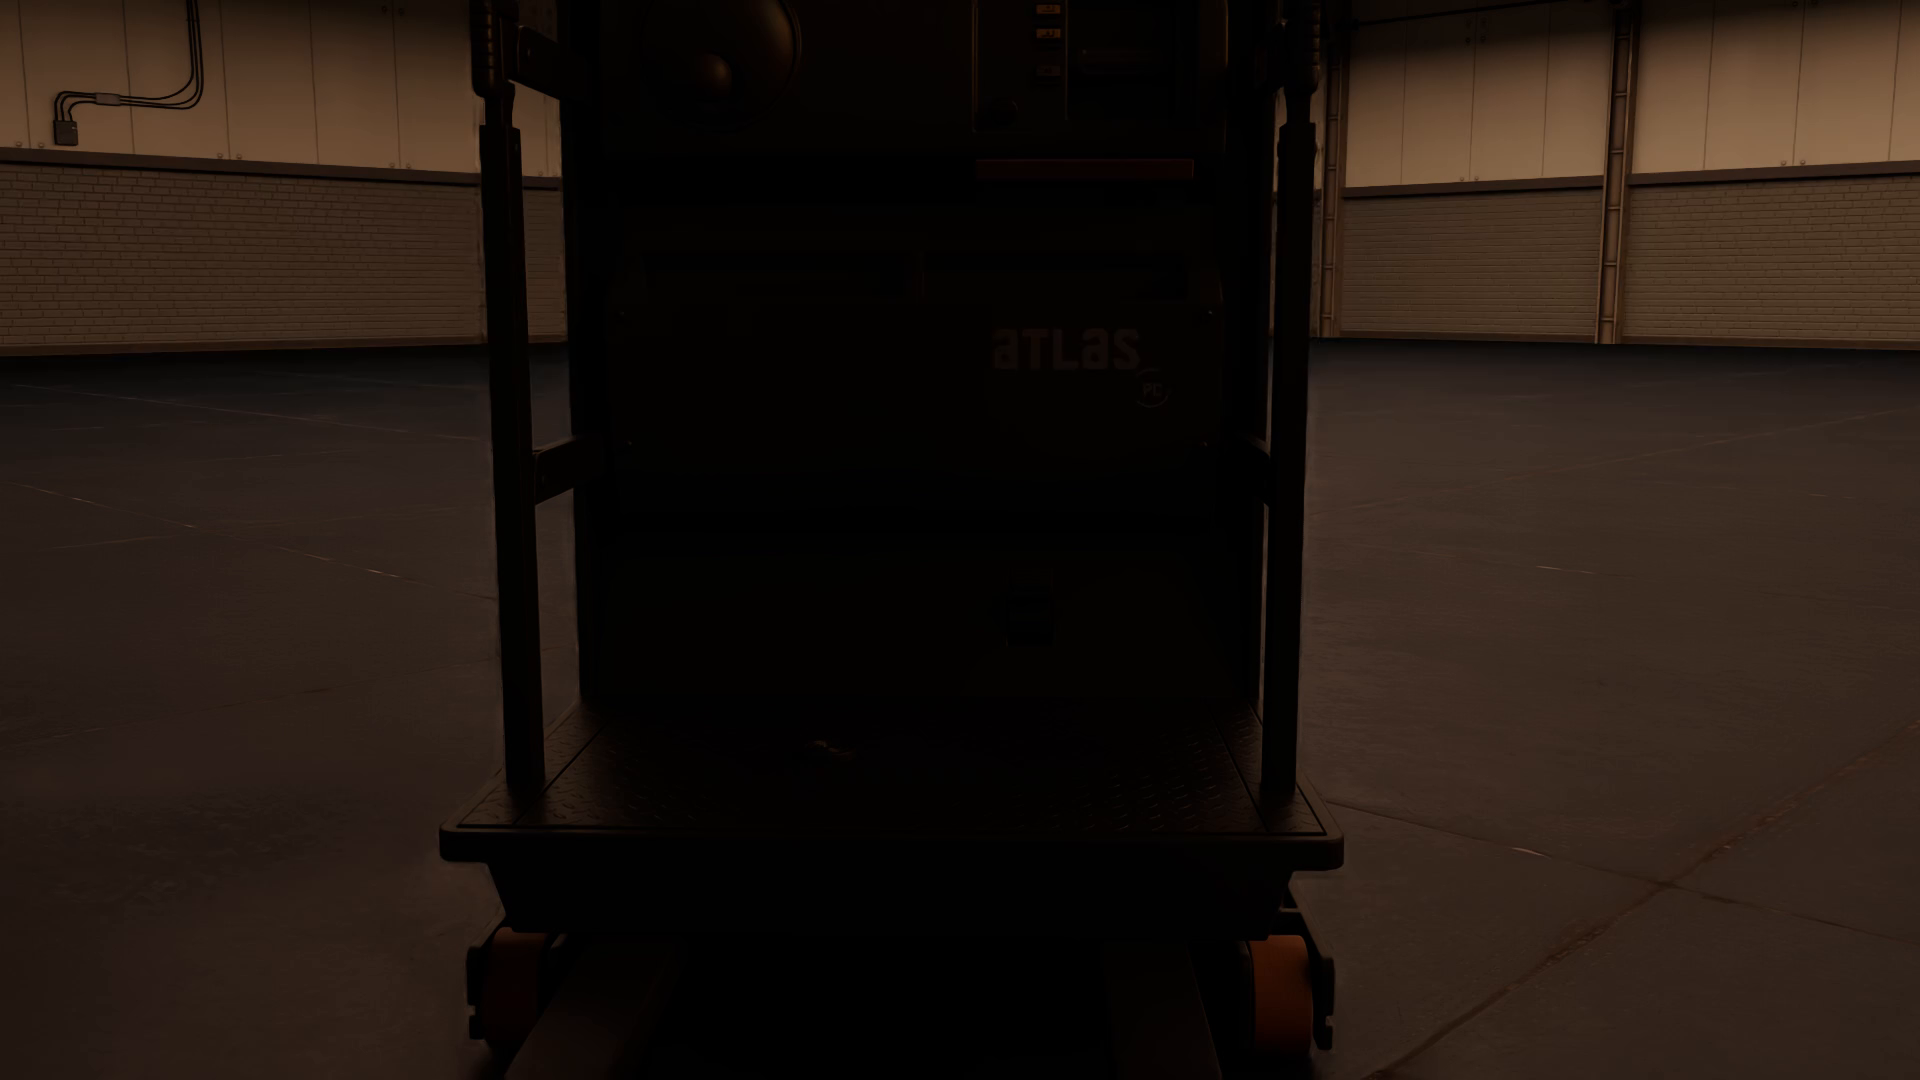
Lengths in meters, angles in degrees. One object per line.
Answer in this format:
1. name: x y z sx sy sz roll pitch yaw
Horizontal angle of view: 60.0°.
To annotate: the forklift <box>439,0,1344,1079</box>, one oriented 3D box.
1. forklift: -0.073 -0.814 2.279 1.130 2.935 3.031 0 9 2
